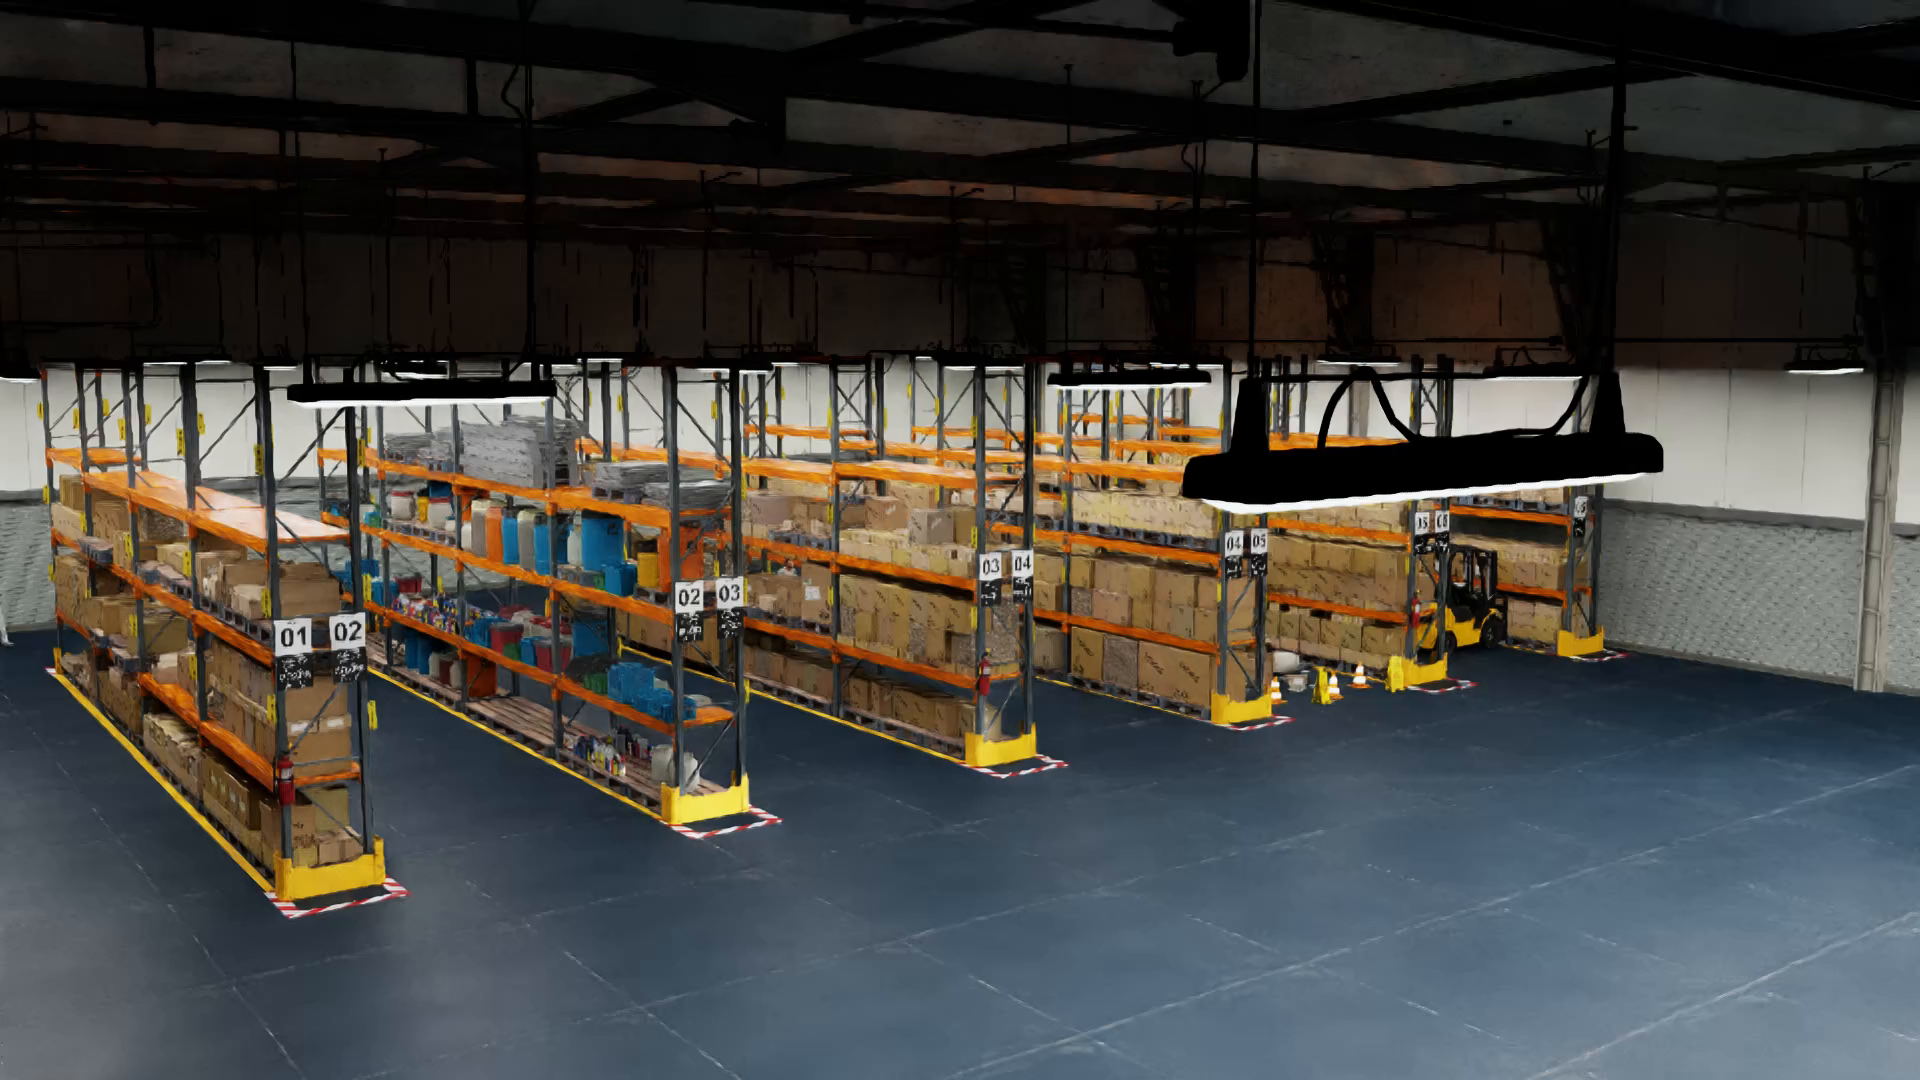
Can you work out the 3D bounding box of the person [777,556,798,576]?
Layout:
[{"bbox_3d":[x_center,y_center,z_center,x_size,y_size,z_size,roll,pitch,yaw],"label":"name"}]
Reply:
[{"bbox_3d":[-3.823,1.148,36.577,0.580,1.618,0.507,-5,9,-38],"label":"person"}]

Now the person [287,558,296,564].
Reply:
[{"bbox_3d":[-14.509,1.227,35.773,0.493,1.651,0.652,1,7,10],"label":"person"}]

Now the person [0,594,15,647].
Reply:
[{"bbox_3d":[-20.078,1.419,34.360,0.942,1.608,0.519,4,8,30],"label":"person"}]
